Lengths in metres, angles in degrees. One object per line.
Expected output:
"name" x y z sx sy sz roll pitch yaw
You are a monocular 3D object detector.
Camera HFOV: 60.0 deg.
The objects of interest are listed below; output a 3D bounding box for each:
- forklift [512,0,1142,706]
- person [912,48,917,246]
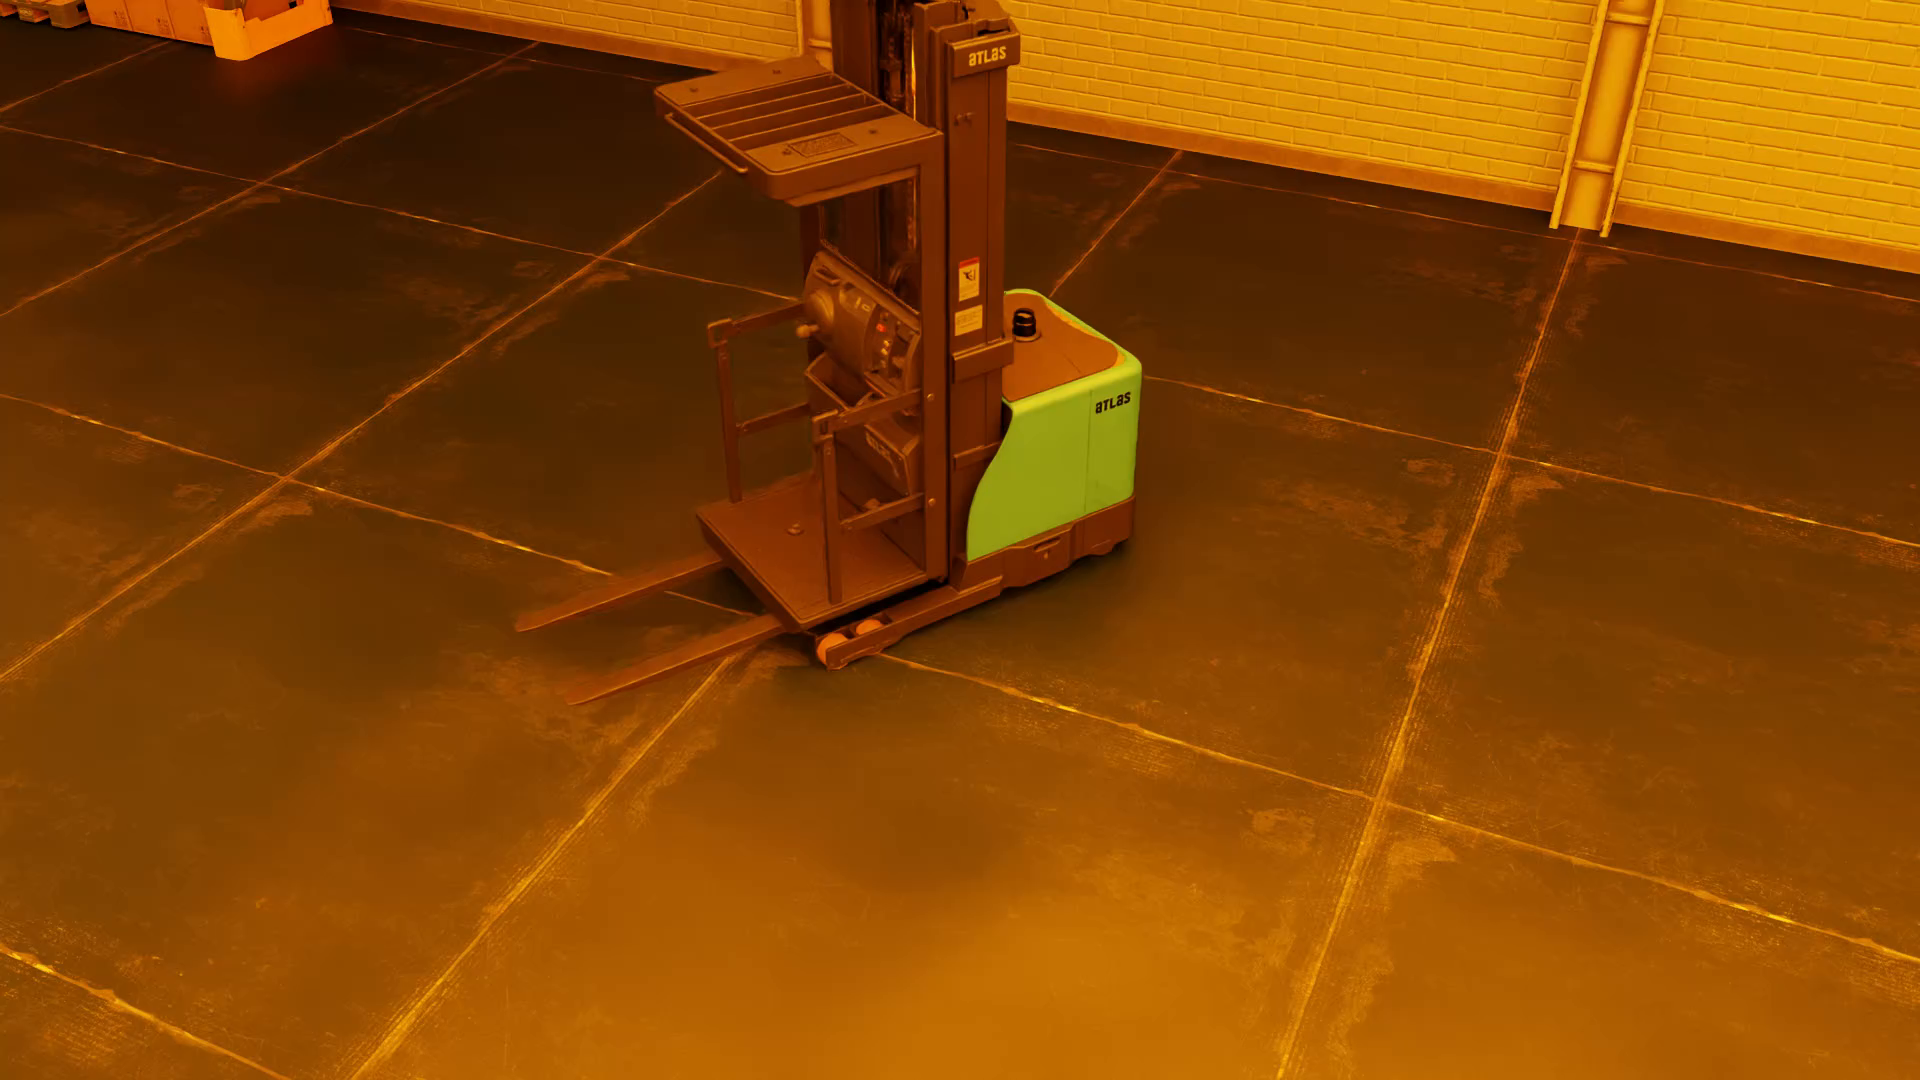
"forklift" -0.621 -0.940 7.404 3.031 2.935 1.130 -21 41 -27
"person" -0.202 -2.257 10.429 0.810 1.586 0.779 -29 45 -34
